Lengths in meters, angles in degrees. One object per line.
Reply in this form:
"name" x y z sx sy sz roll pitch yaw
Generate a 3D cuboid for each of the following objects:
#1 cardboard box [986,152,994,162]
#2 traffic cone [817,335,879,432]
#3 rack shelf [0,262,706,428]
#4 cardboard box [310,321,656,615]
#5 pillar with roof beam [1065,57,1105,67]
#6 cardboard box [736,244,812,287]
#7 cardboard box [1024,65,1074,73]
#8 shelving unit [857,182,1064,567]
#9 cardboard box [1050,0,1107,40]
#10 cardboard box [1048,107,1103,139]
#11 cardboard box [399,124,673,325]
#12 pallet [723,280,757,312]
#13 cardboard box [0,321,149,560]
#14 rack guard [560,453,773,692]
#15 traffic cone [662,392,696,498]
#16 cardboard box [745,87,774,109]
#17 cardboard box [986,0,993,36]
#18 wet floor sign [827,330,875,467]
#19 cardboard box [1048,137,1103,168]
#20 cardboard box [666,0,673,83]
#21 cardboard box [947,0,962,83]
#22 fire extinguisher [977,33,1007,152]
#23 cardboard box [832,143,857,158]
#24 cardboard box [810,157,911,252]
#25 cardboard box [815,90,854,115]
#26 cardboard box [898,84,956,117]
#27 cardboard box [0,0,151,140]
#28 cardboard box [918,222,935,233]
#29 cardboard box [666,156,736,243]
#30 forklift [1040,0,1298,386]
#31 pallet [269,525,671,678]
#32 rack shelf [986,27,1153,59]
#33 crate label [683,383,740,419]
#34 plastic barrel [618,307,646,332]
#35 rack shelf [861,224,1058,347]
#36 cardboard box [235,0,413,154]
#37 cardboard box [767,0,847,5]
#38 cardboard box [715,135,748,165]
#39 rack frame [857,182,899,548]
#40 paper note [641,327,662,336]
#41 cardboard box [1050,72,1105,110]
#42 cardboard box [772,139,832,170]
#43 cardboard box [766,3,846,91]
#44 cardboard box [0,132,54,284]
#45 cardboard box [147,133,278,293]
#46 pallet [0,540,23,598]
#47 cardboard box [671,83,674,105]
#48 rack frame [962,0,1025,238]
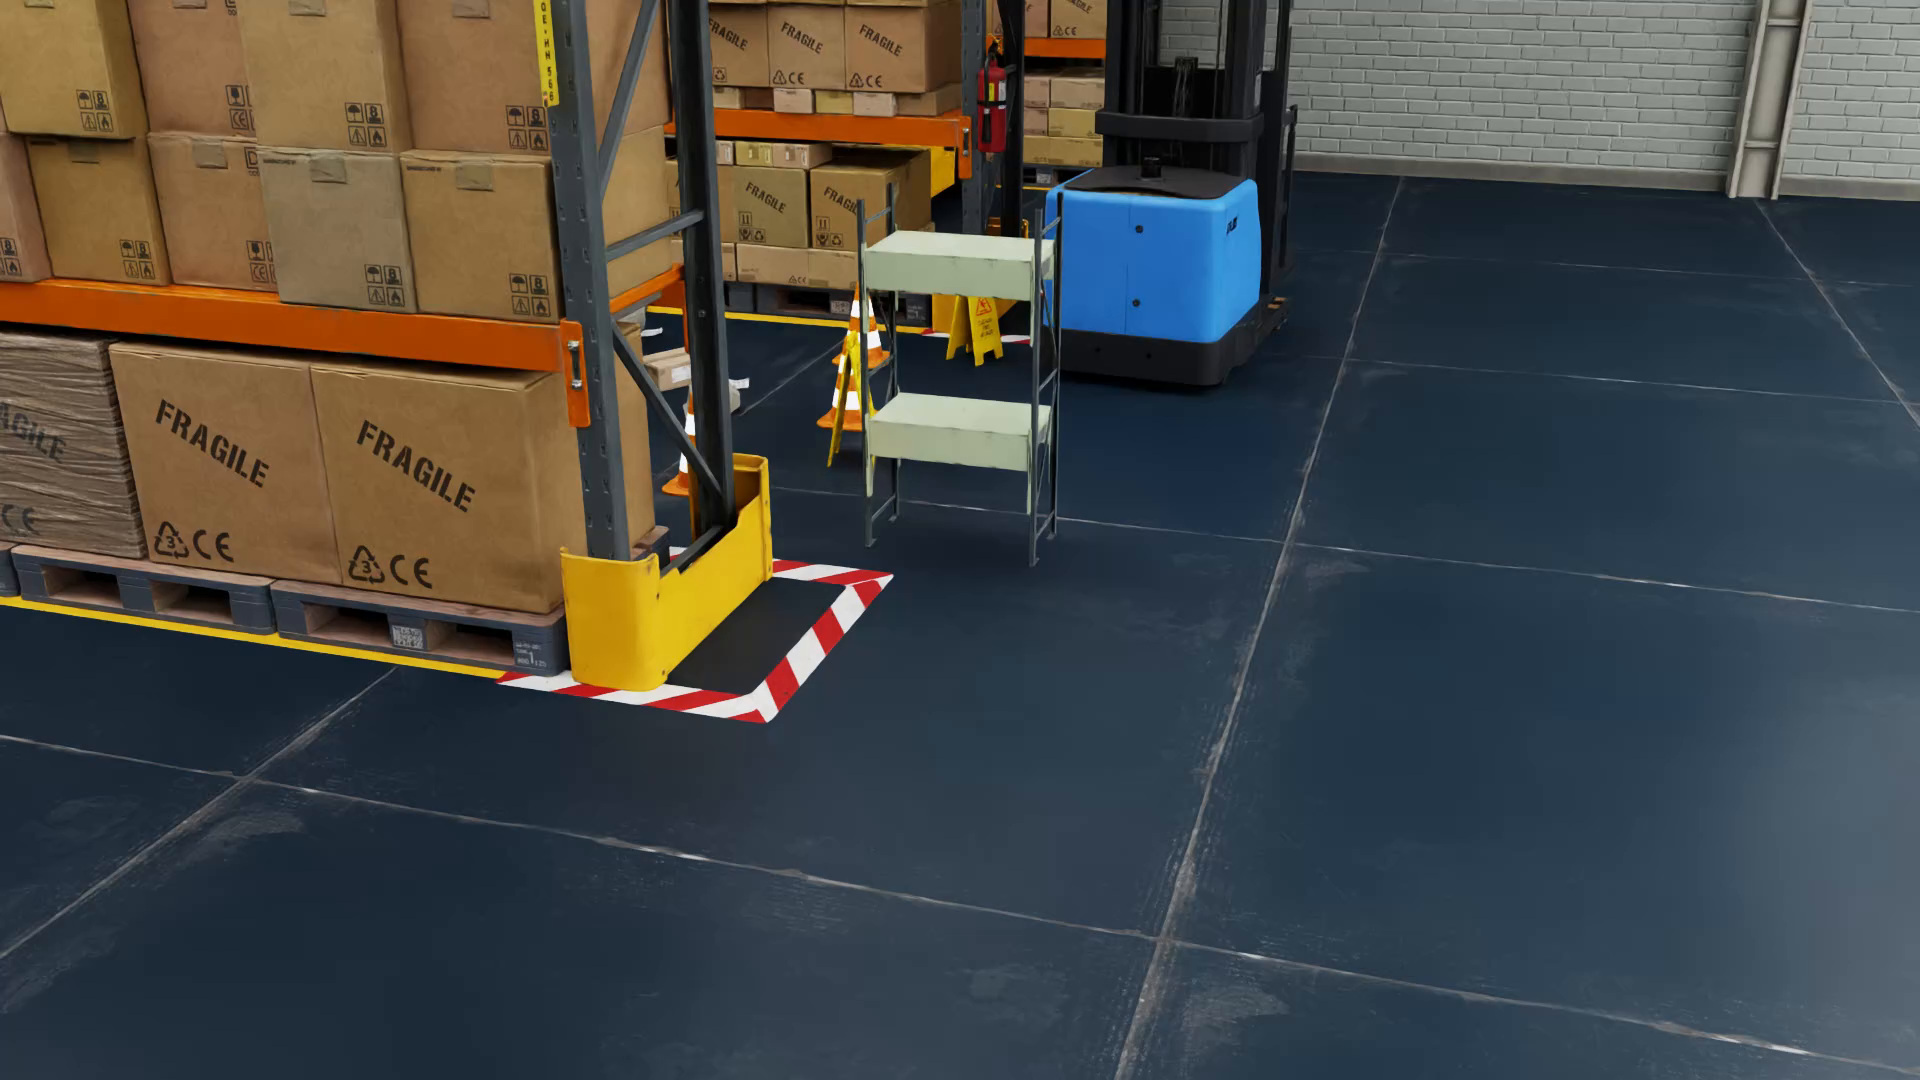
"cardboard box" 0.154 -3.660 15.310 0.500 0.250 0.500 7 23 16
"traffic cone" -0.565 -0.845 8.721 0.334 0.463 0.336 7 23 16
"rack shelf" -3.033 -0.958 6.601 4.000 0.370 1.077 7 23 16
"cardboard box" -1.787 -0.333 6.376 0.875 0.875 0.875 7 23 16
"pillar with roof beam" -0.005 -6.300 10.772 0.400 9.000 9.100 7 23 16
"cardboard box" -1.131 -1.854 10.907 0.500 0.250 0.500 7 23 16
"cardboard box" 0.760 -4.245 15.418 0.500 0.250 0.500 7 23 16
"shelving unit" 0.006 -0.693 6.984 0.755 1.500 0.431 7 23 16
"cardboard box" 1.098 -4.690 14.619 0.500 0.500 0.500 6 23 14
"cardboard box" 1.088 -3.778 14.939 0.500 0.250 0.500 6 23 15
"cardboard box" -1.487 -1.165 5.961 0.550 0.550 0.875 7 23 16
"pallet" -1.790 -1.836 11.467 1.213 0.211 1.003 7 23 16
"cardboard box" -3.502 -0.530 6.855 0.875 0.875 0.875 7 23 16
"rack guard" -1.096 0.088 6.398 0.348 0.500 1.175 7 23 16
"traffic cone" -1.217 -0.472 7.811 0.334 0.463 0.336 7 23 16
"cardboard box" -1.179 -2.848 10.591 0.250 0.149 0.380 7 23 16
"cardboard box" 0.113 -4.806 14.902 0.500 0.500 0.500 6 23 14
"wet floor sign" -0.519 -0.699 8.123 0.232 0.644 0.267 3 22 6
"cardboard box" 1.104 -3.544 15.027 0.500 0.250 0.500 7 23 16
"cardboard box" -1.820 -3.200 10.594 0.500 0.500 0.500 7 23 16
"cardboard box" -0.159 -3.218 10.638 0.500 0.500 0.500 6 23 15
"fire extinguisher" 0.191 -2.665 9.917 0.183 0.674 0.296 7 23 16
"cardboard box" -1.003 -2.397 11.243 0.500 0.500 0.500 6 23 14
"cardboard box" -0.628 -2.143 10.624 0.500 0.500 0.500 7 23 16
"cardboard box" -0.719 -2.752 10.357 0.250 0.149 0.380 6 23 15
"cardboard box" -0.205 -2.728 10.300 0.250 0.149 0.380 7 23 17
"cardboard box" -3.058 -1.844 6.192 0.500 0.550 0.875 7 23 16
"cardboard box" -0.478 -1.992 11.244 0.500 0.250 0.500 6 23 15
"cardboard box" -1.610 -2.257 10.902 0.500 0.500 0.500 6 23 14
"forklift" 1.485 -2.733 10.071 1.130 2.935 3.031 9 24 21
"pallet" -1.907 0.159 6.604 1.213 0.211 1.003 7 23 15
"rack shelf" -0.270 -4.571 15.410 4.000 0.370 1.077 7 23 16
"crate label" -1.335 -0.758 8.938 0.298 0.136 0.250 -5 23 -12
"plastic barrel" -2.200 -1.366 10.041 0.512 0.421 0.421 -14 26 -30
"rack shelf" 0.006 -1.054 6.836 0.720 0.370 0.431 7 23 16
"cardboard box" -2.016 -1.722 5.895 0.550 0.550 0.875 7 23 16
"cardboard box" -0.820 -3.563 10.161 0.500 0.500 0.700 7 23 16
"cardboard box" -1.490 -2.518 10.682 0.250 0.149 0.380 8 23 18
"rack frame" -0.344 -0.733 7.081 0.023 1.500 0.400 7 23 16
"paper note" -1.942 -1.305 10.410 0.148 0.019 0.142 -1 22 -3
"cardboard box" 1.114 -4.007 14.838 0.500 0.250 0.500 7 23 17
"cardboard box" -0.999 -2.459 10.540 0.250 0.149 0.380 7 23 17
"cardboard box" -0.863 -3.081 10.305 0.500 0.500 0.500 7 23 16
"cardboard box" -3.575 -1.389 6.507 0.550 0.550 0.875 7 23 16
"cardboard box" -2.520 -1.325 6.349 0.550 0.550 0.875 7 23 16
"pallet" -4.243 -0.108 7.256 1.213 0.211 1.003 7 23 15
"cardboard box" -1.663 -2.903 10.725 0.250 0.149 0.380 7 23 16
"rack frame" 0.215 -2.881 10.341 0.127 3.000 1.000 7 23 16
